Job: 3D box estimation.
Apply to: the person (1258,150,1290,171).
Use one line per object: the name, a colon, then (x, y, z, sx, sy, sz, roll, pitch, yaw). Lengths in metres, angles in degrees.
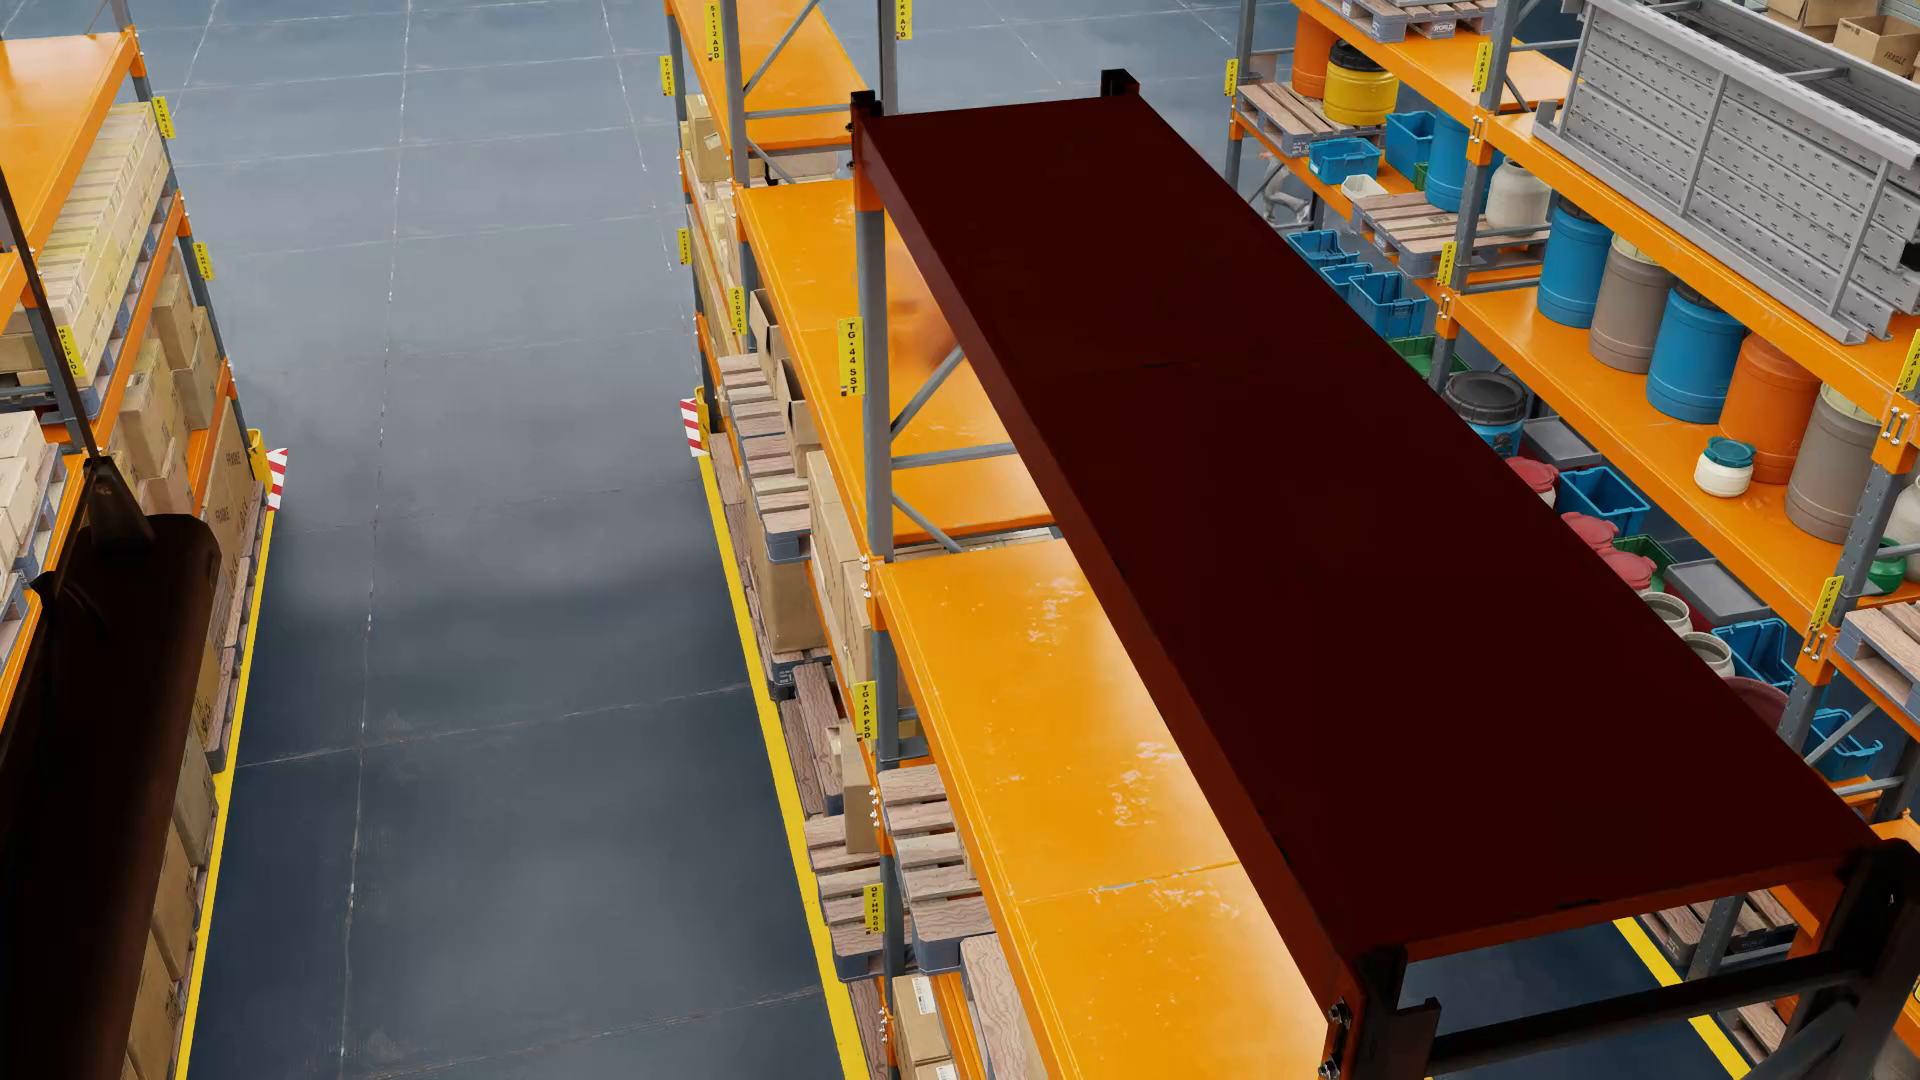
person: (3.615, -4.593, 18.763, 0.428, 0.803, 0.567, 7, 35, 10)
